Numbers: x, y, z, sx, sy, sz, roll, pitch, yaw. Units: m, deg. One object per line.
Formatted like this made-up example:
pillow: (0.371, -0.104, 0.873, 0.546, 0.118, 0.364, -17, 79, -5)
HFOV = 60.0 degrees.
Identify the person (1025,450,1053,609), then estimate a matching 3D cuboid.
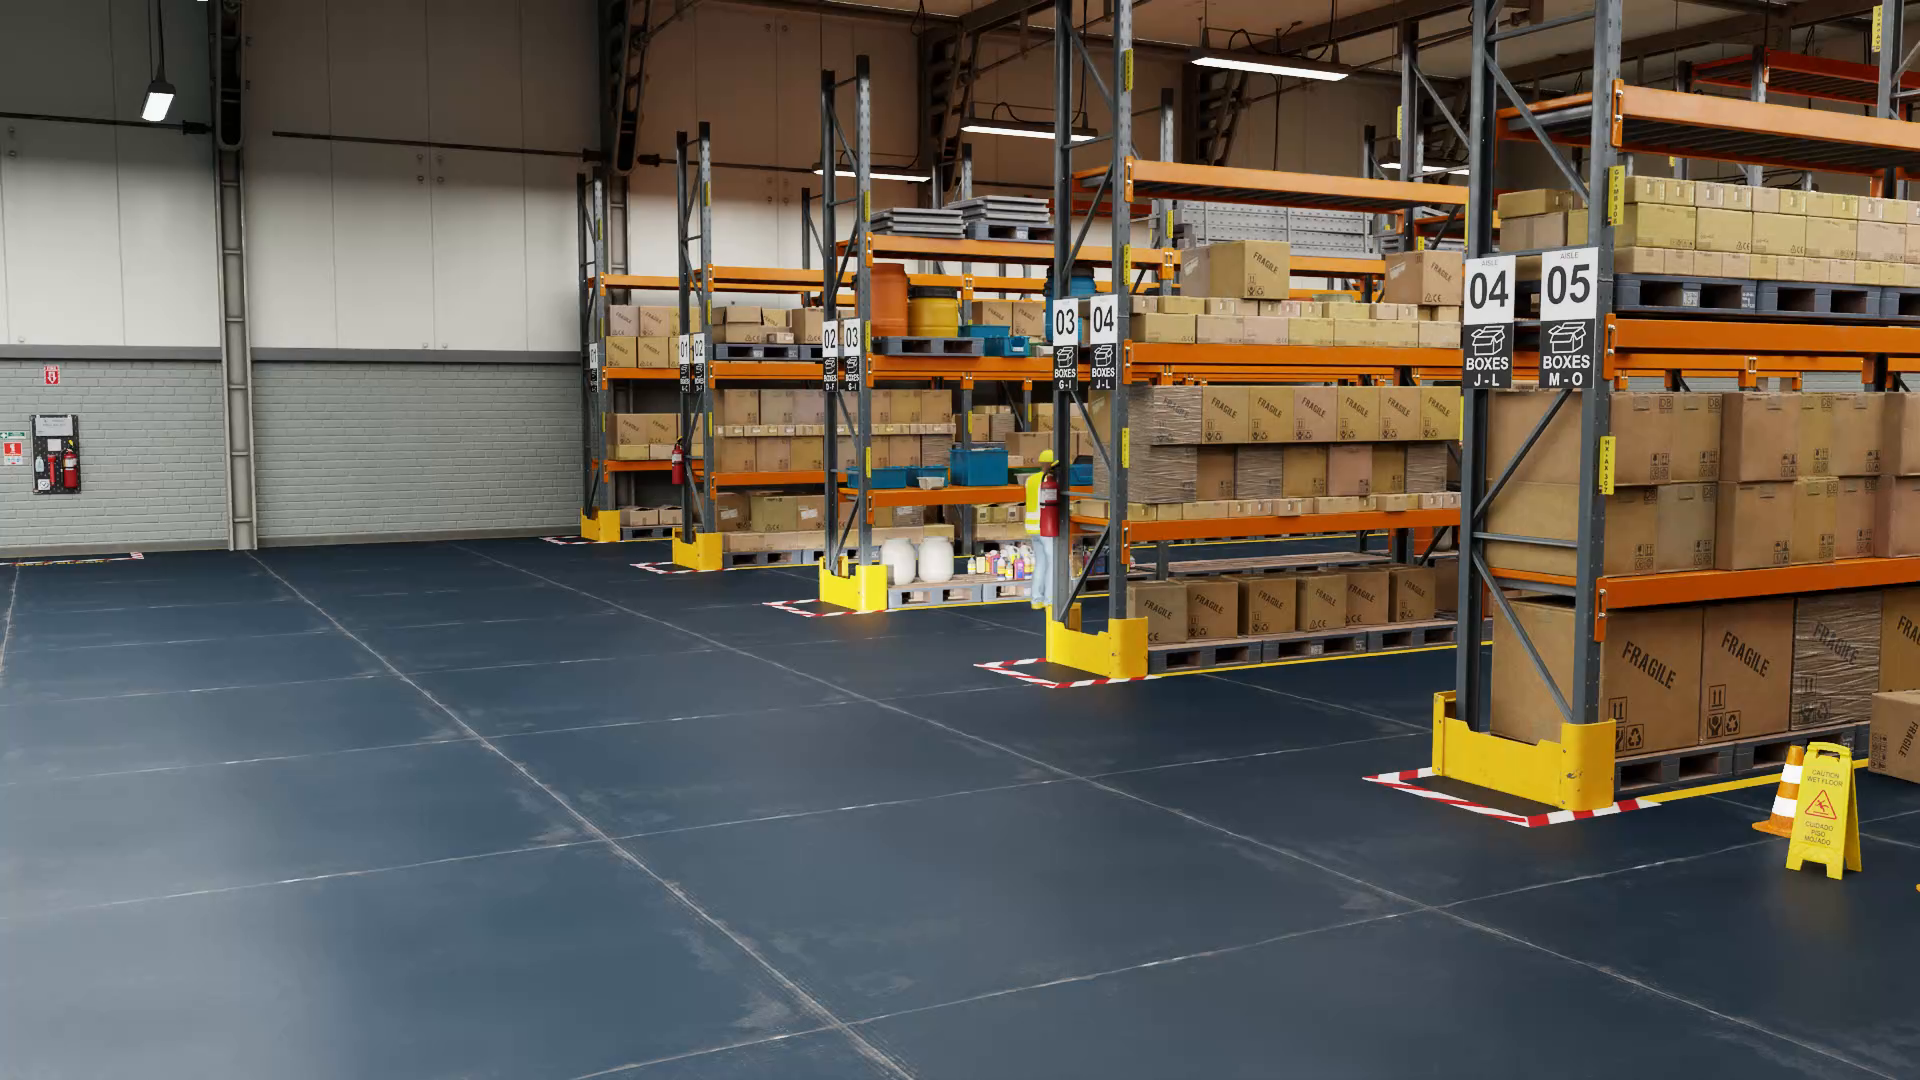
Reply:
person: (0.951, -0.108, 18.372, 0.430, 1.764, 0.591, -3, 6, -30)
